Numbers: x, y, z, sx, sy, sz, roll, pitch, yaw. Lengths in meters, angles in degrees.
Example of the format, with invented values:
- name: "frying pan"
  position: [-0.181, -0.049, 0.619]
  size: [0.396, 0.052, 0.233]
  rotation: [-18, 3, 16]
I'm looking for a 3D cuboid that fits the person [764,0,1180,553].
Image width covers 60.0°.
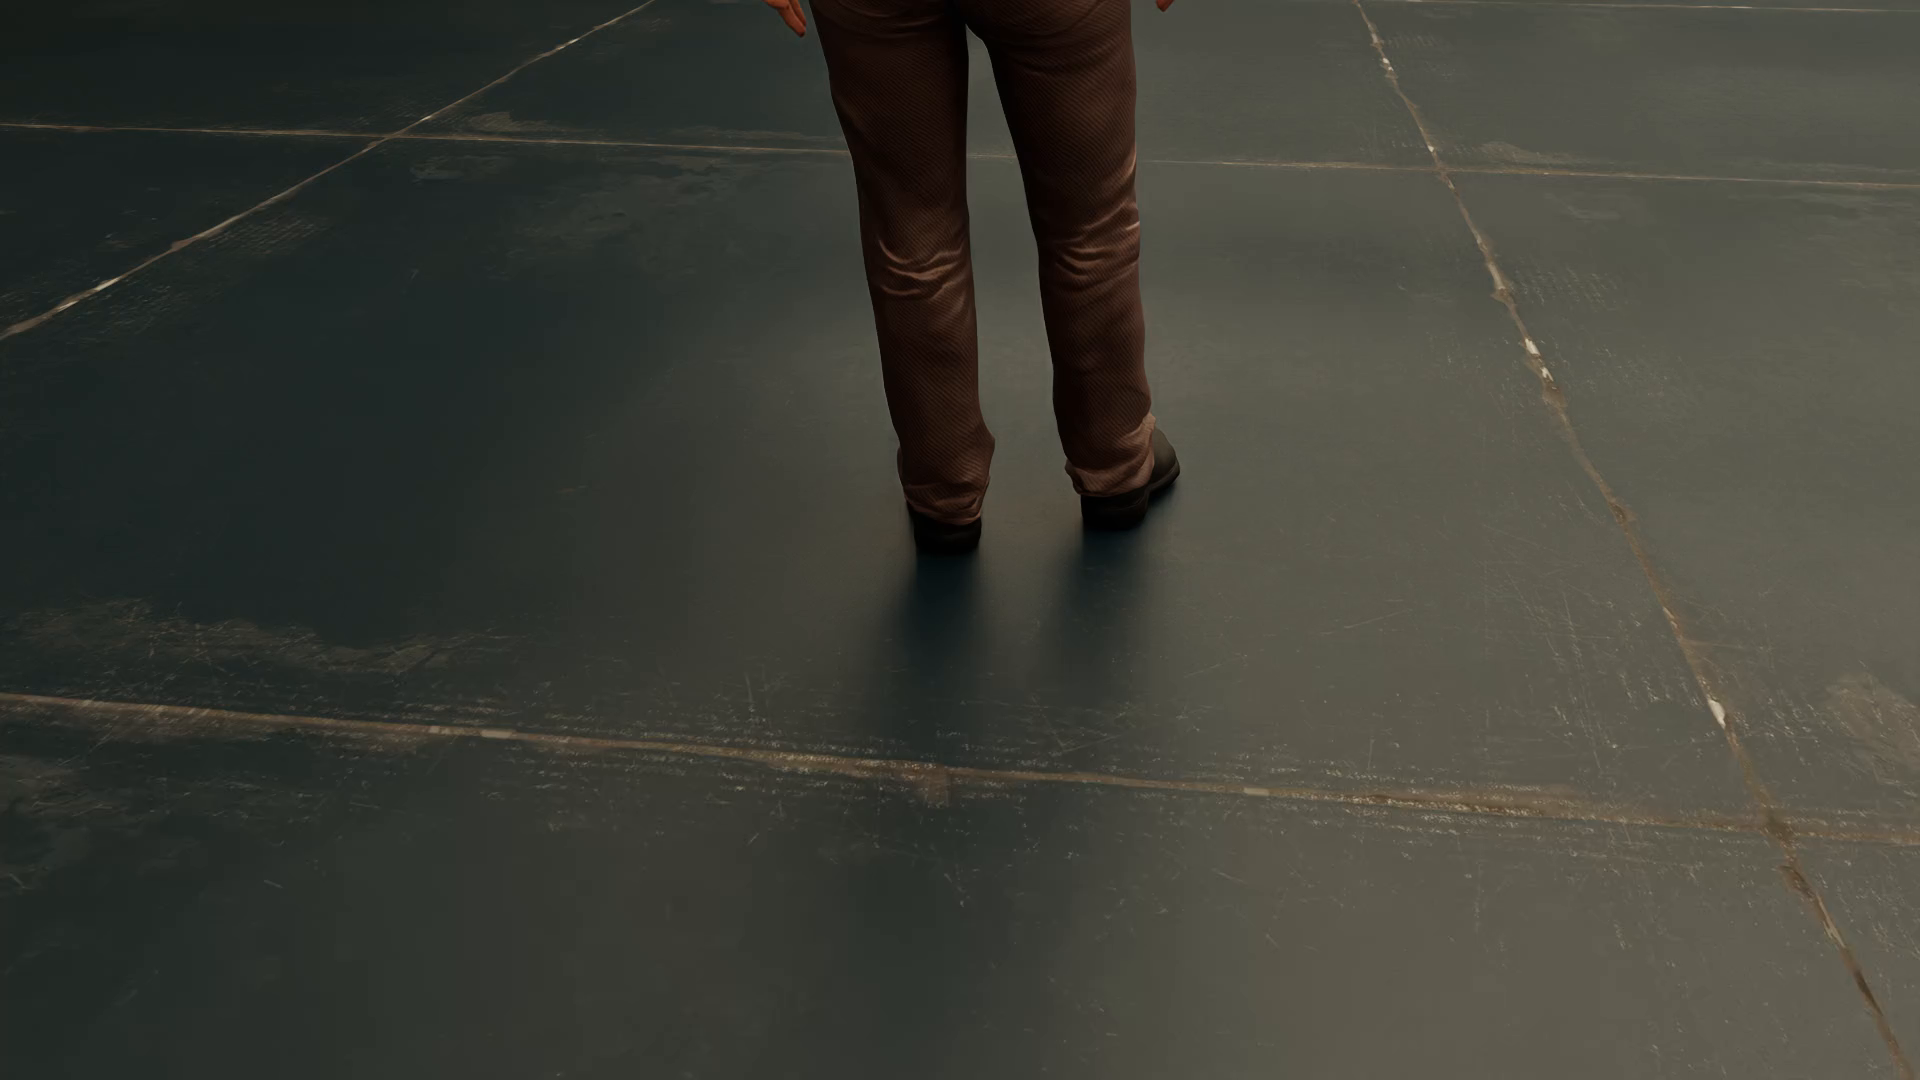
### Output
- name: "person"
  position: [0.015, -0.804, 2.168]
  size: [0.633, 1.722, 0.566]
  rotation: [3, 27, 7]
